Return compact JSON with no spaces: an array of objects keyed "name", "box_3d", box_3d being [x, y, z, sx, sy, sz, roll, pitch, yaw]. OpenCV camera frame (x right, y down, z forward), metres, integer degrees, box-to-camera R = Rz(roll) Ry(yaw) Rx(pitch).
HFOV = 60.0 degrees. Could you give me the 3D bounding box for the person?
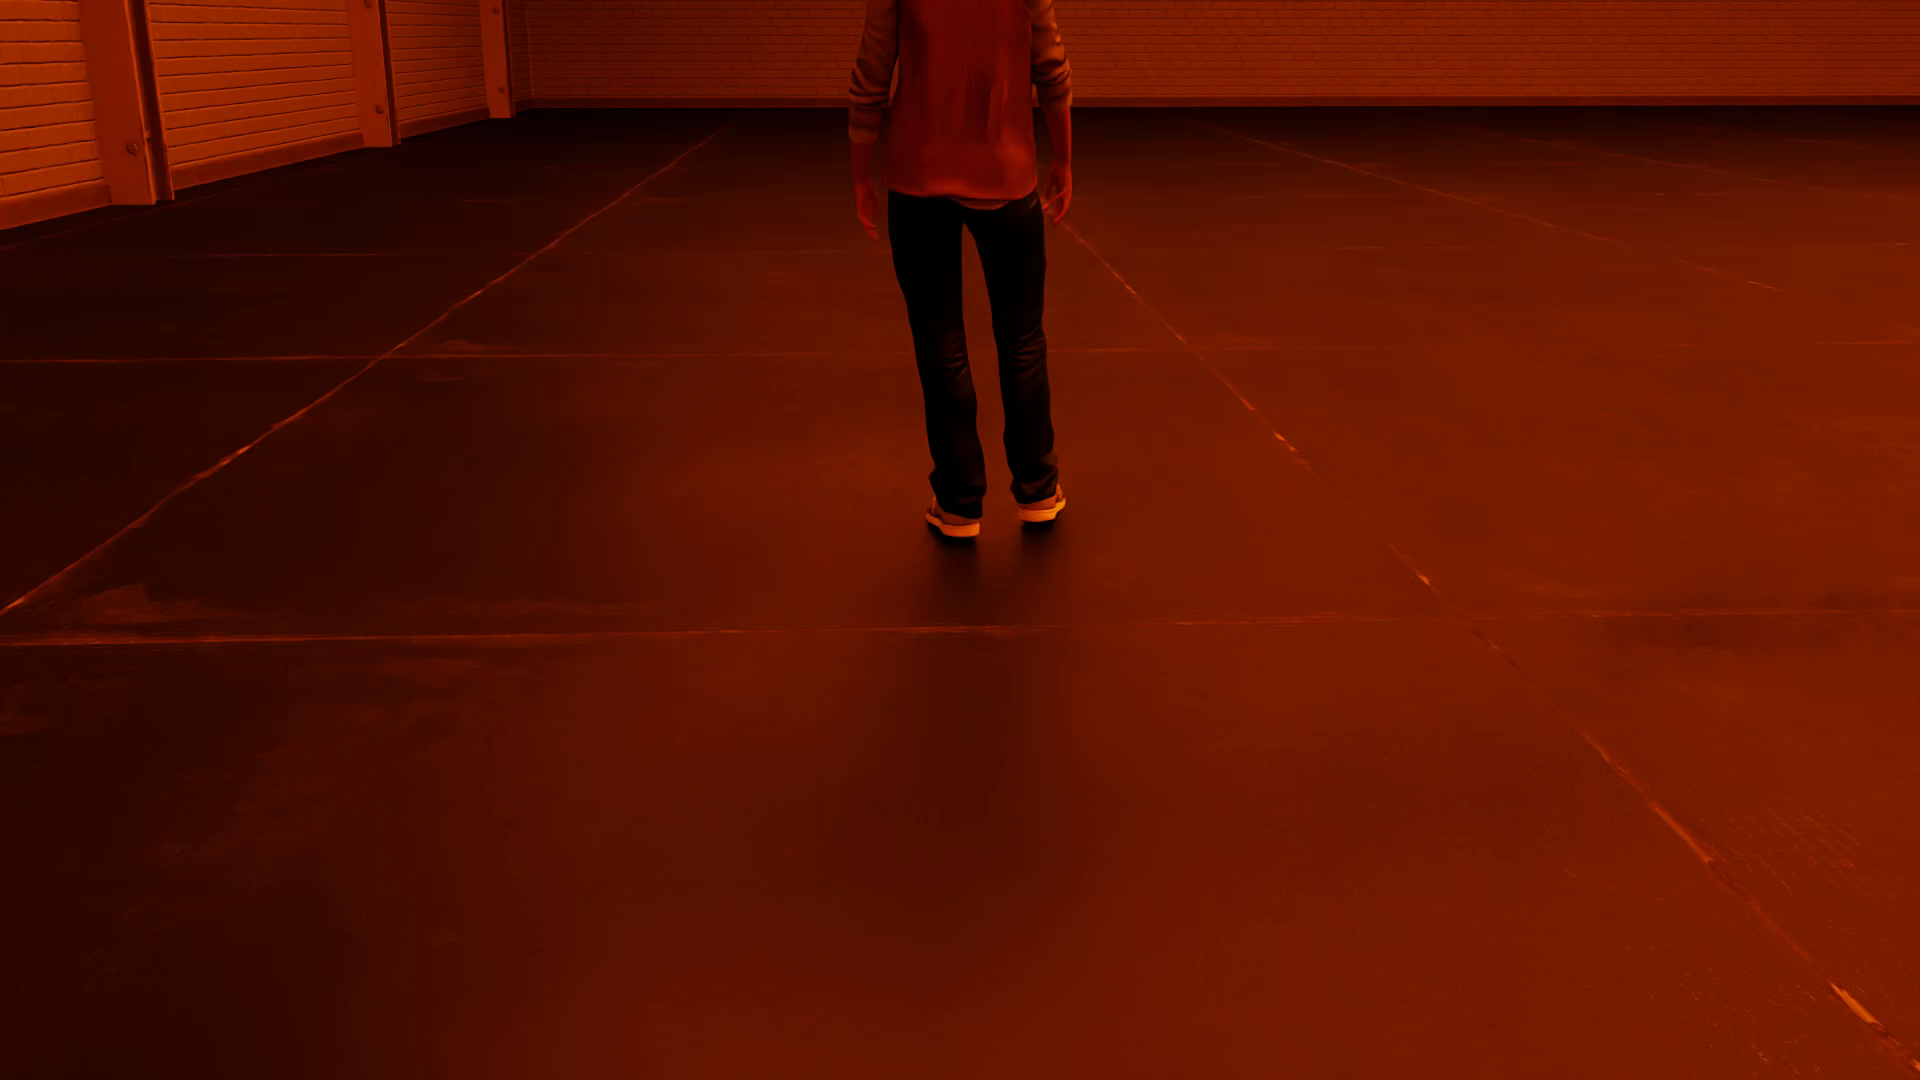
[{"name":"person","box_3d":[0.010,-0.793,3.754,0.520,1.599,0.473,-1,17,-3]}]
